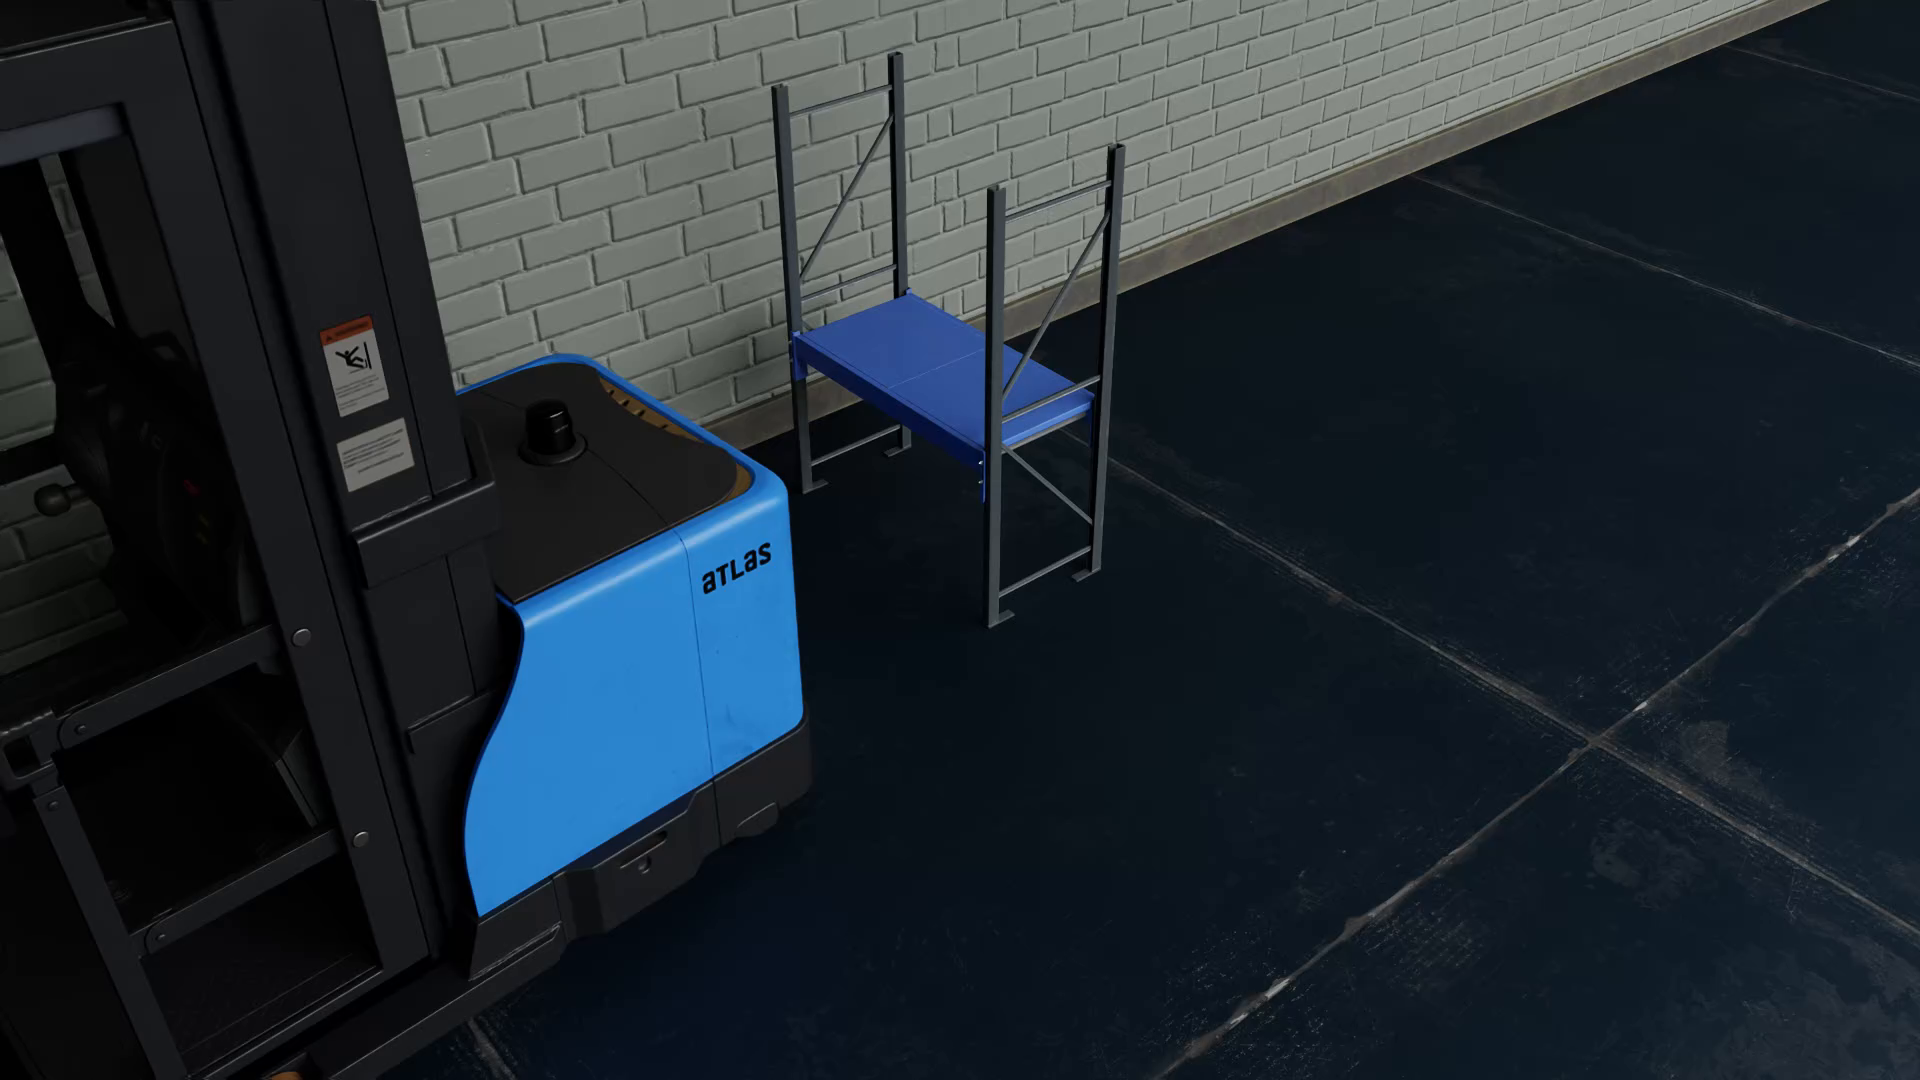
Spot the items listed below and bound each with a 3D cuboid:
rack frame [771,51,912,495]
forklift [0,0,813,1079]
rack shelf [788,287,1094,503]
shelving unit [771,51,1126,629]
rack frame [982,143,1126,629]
[{"bbox_3d":[-0.383,-0.874,5.687,0.500,1.500,0.032,-26,43,-32],"label":"rack frame"},{"bbox_3d":[-1.823,-0.076,3.321,3.031,2.935,1.130,-29,45,-35],"label":"forklift"},{"bbox_3d":[-0.055,-0.503,5.474,0.538,0.185,1.000,-26,43,-32],"label":"rack shelf"},{"bbox_3d":[-0.055,-0.650,5.370,0.538,1.500,1.048,-26,43,-32],"label":"shelving unit"},{"bbox_3d":[0.273,-0.425,5.053,0.500,1.500,0.032,-26,43,-32],"label":"rack frame"}]
